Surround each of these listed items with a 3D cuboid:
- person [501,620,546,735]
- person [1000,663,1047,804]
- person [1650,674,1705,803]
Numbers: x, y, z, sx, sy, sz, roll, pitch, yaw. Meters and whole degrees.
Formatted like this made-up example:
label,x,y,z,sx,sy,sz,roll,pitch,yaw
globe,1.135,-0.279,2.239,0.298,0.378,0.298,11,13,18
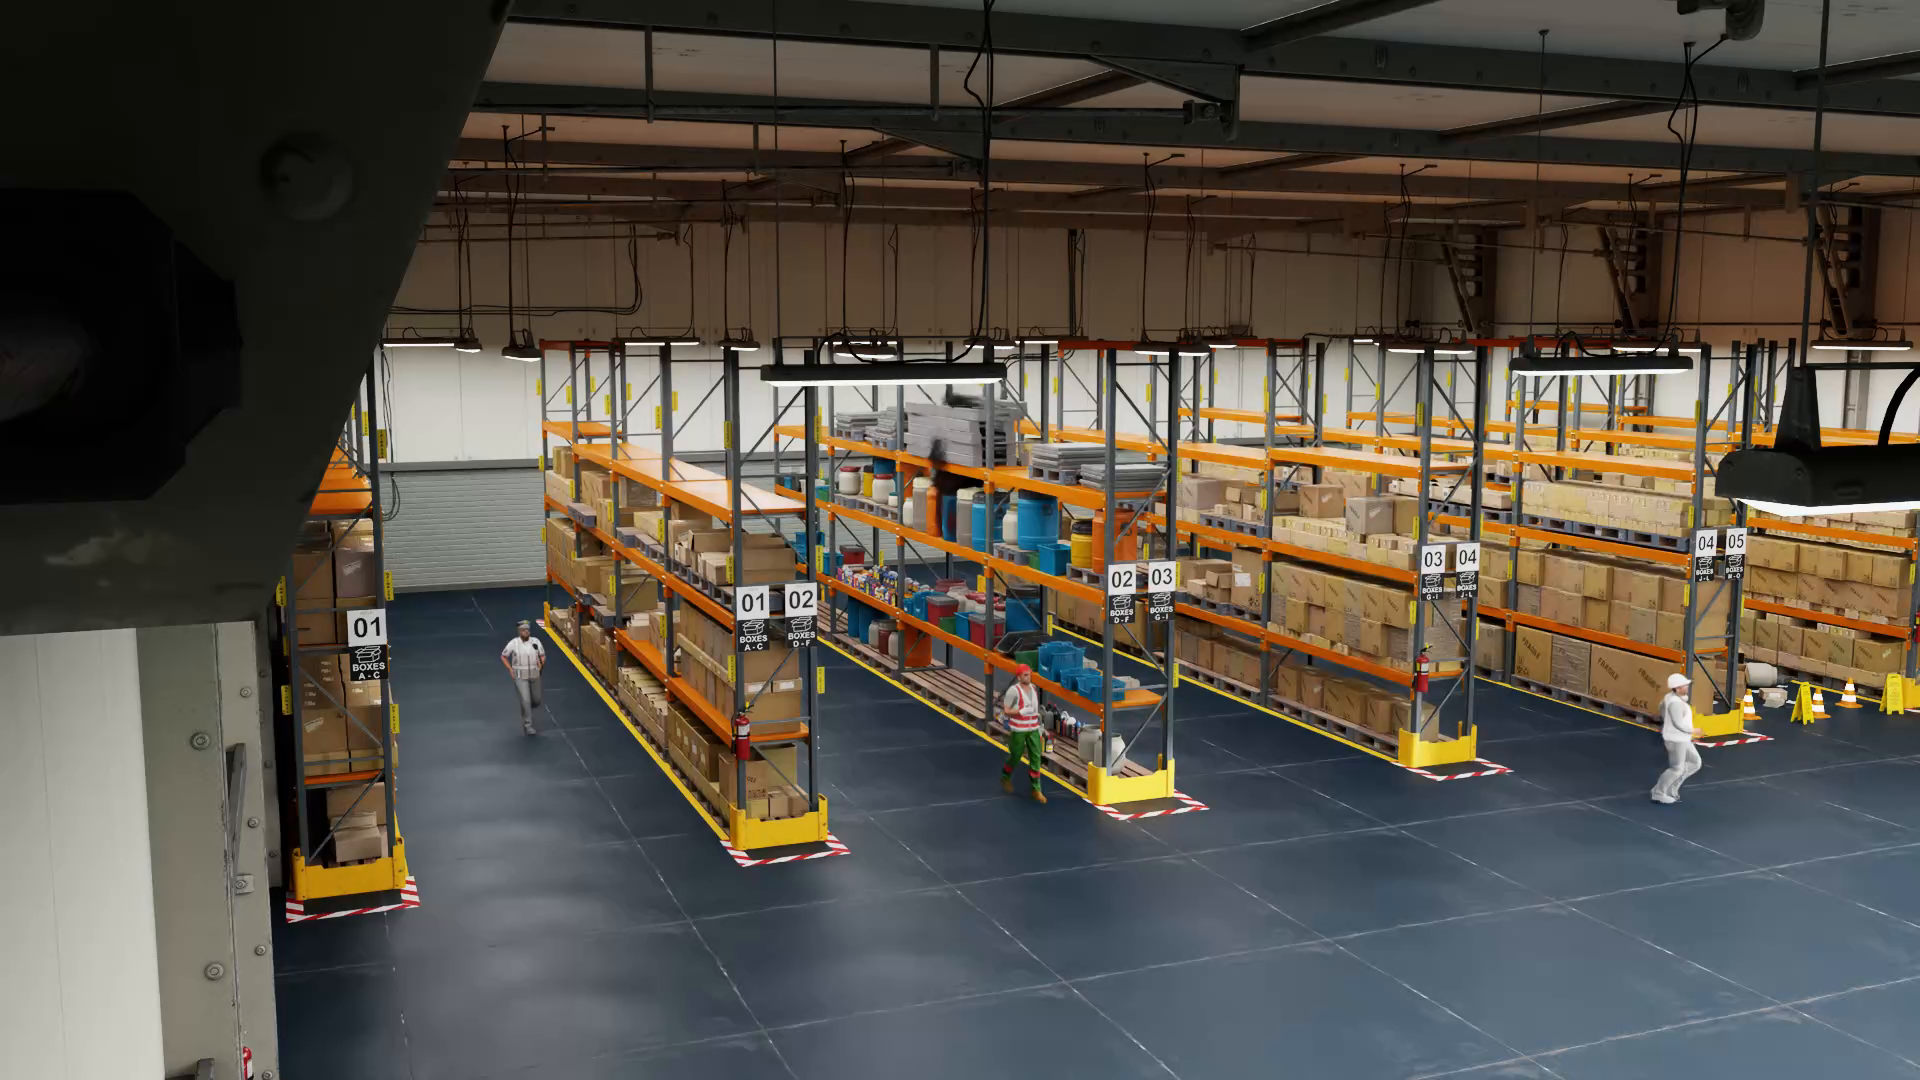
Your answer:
label,x,y,z,sx,sy,sz,roll,pitch,yaw
person,-6.765,2.106,25.881,0.675,1.742,0.830,-5,9,-32
person,0.855,2.538,22.148,0.648,1.801,0.877,-5,9,-31
person,9.493,2.614,21.962,0.618,1.735,0.662,3,8,20
